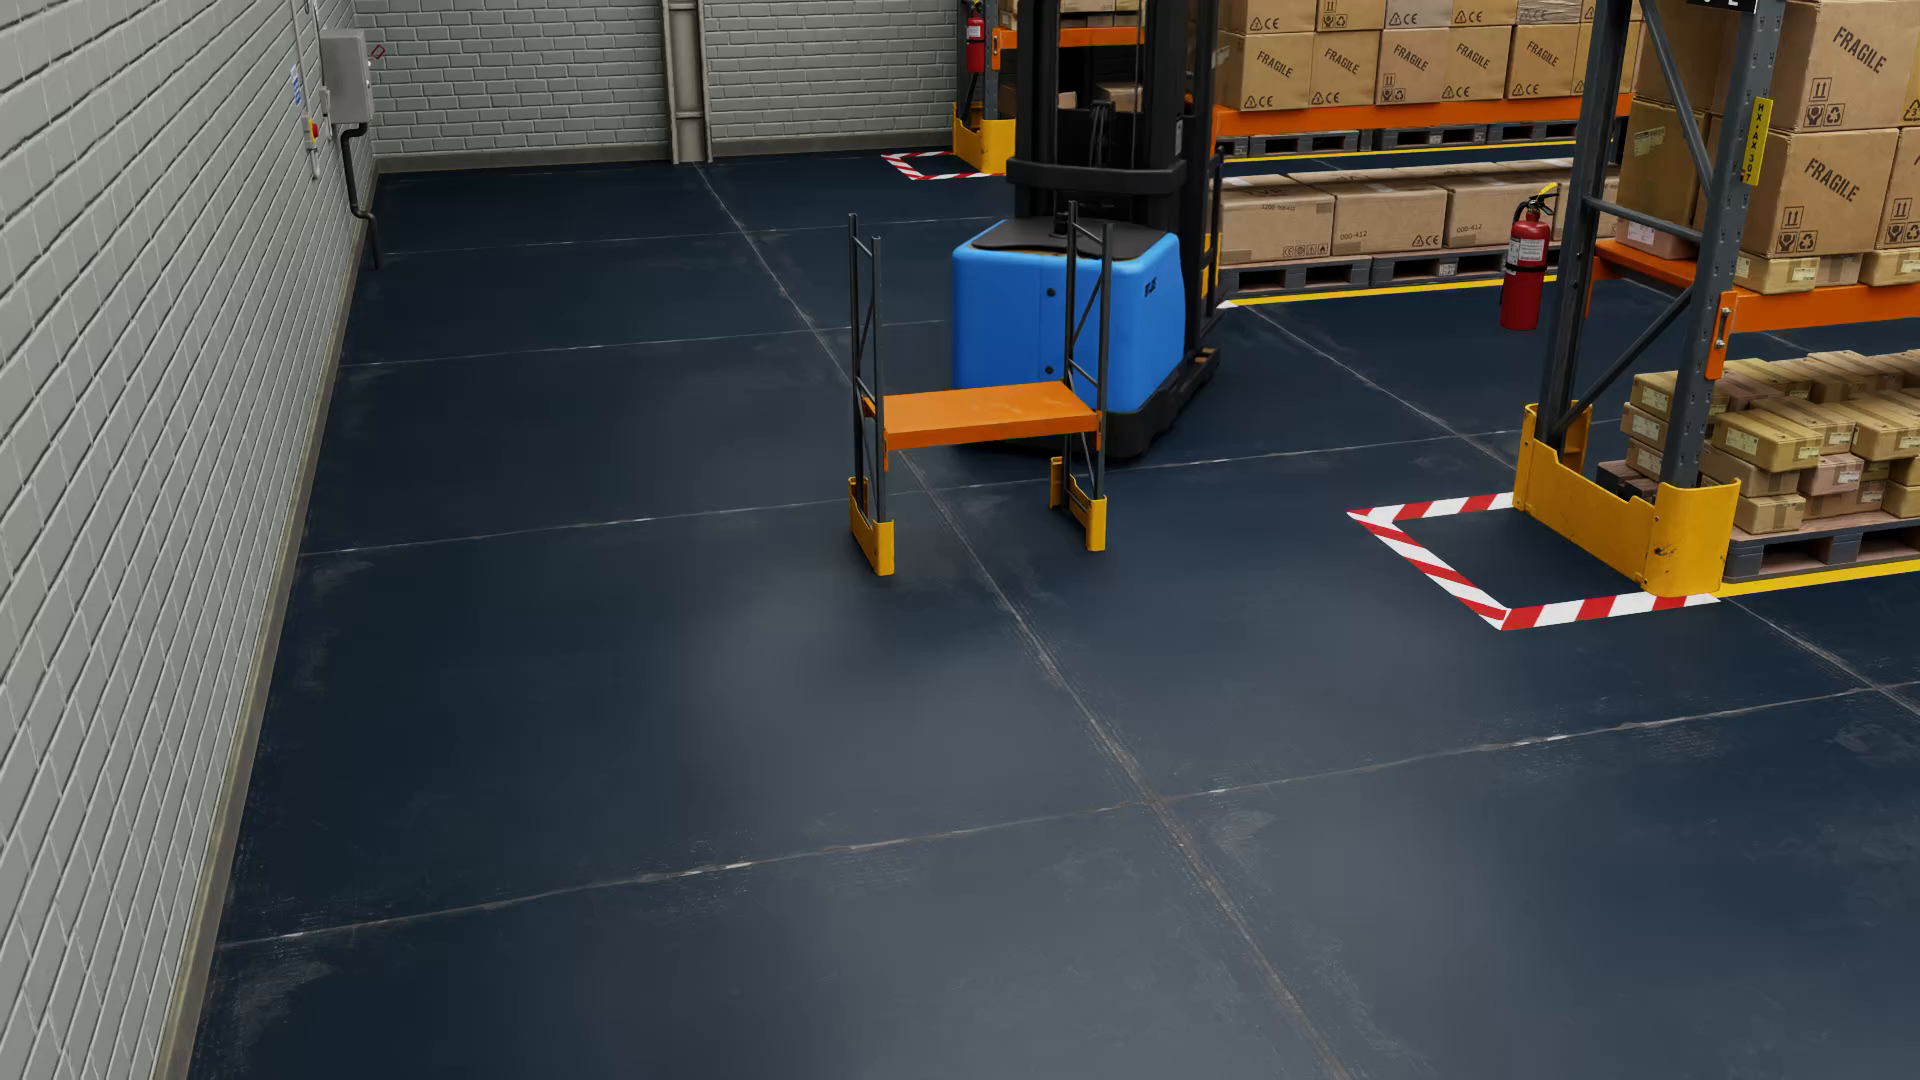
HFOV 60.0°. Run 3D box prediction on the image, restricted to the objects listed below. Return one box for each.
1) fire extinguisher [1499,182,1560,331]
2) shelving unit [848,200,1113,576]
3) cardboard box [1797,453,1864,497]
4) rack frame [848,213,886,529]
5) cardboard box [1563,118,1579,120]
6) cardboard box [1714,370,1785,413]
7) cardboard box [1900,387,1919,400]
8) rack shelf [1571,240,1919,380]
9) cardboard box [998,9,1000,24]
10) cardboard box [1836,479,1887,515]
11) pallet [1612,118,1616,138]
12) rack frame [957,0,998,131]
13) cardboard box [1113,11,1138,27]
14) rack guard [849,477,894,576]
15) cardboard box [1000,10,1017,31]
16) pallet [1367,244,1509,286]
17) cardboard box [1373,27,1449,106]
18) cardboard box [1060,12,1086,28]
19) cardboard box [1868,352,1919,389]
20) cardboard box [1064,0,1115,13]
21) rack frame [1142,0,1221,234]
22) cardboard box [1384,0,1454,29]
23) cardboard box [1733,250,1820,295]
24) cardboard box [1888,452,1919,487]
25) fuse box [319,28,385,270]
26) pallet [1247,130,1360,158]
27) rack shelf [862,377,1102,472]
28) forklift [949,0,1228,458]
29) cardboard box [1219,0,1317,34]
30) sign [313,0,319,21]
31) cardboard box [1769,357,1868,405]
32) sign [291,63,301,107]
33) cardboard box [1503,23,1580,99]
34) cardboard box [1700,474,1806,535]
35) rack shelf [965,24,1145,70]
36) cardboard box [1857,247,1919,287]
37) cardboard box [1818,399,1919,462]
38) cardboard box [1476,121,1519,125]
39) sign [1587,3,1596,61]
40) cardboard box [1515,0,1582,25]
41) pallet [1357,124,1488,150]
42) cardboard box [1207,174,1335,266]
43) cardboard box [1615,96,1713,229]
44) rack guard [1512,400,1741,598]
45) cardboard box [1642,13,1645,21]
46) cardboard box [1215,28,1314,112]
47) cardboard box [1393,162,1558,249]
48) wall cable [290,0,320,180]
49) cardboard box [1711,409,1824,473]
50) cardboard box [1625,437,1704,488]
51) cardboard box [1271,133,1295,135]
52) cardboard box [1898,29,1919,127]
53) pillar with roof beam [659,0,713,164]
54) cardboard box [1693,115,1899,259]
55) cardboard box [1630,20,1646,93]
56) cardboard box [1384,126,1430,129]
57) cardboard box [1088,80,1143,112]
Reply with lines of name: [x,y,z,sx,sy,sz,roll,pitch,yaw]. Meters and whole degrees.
fire extinguisher: [2.573,-1.296,7.537,0.183,0.674,0.296,-6,24,-14]
shelving unit: [0.073,-0.697,7.473,1.083,1.500,0.587,-6,24,-14]
cardboard box: [3.793,-0.340,7.444,0.250,0.149,0.380,-6,24,-15]
rack frame: [-0.407,-0.644,7.349,0.032,1.500,0.500,-6,24,-14]
cardboard box: [6.527,-4.771,17.701,0.500,0.500,0.500,-5,24,-12]
cardboard box: [3.639,-0.668,7.831,0.250,0.149,0.380,-6,24,-13]
cardboard box: [4.533,-0.574,7.613,0.250,0.149,0.380,-5,24,-12]
rack shelf: [4.866,-1.237,7.740,4.000,0.370,1.077,-6,24,-14]
cardboard box: [0.408,-5.129,16.217,0.250,0.149,0.380,-7,24,-15]
cardboard box: [3.998,-0.259,7.633,0.250,0.149,0.380,-6,24,-14]
pallet: [7.135,-4.612,18.232,1.213,0.211,1.003,-6,24,-14]
rack frame: [0.161,-5.107,15.848,0.127,3.000,1.000,-6,24,-14]
cardboard box: [1.542,-5.042,16.016,0.250,0.149,0.380,-6,24,-14]
rack guard: [-0.406,-0.070,7.596,0.087,0.250,0.587,-6,24,-14]
cardboard box: [0.552,-4.922,15.736,0.250,0.149,0.380,-6,24,-15]
pallet: [3.427,-2.185,12.574,1.213,0.211,1.003,-6,24,-14]
cardboard box: [3.020,-3.323,11.563,0.500,0.500,0.500,-6,24,-15]
cardboard box: [1.028,-5.008,15.936,0.250,0.149,0.380,-7,24,-15]
cardboard box: [4.648,-0.783,8.100,0.250,0.149,0.380,-7,24,-16]
cardboard box: [1.156,-5.175,15.818,0.500,0.250,0.500,-6,24,-14]
rack frame: [1.506,-3.223,11.457,0.127,3.000,1.000,-6,24,-14]
cardboard box: [3.034,-3.787,11.376,0.500,0.500,0.500,-6,24,-15]
cardboard box: [3.341,-1.149,6.942,0.250,0.149,0.380,-7,24,-15]
cardboard box: [4.281,-0.386,7.550,0.250,0.149,0.380,-6,24,-13]
fuse box: [-4.344,-2.834,12.185,0.414,1.711,0.539,-6,24,-14]
pallet: [3.351,-4.179,17.221,1.213,0.211,1.003,-6,24,-14]
rack shelf: [0.082,-0.533,7.546,1.000,0.185,0.538,-6,24,-14]
forklift: [0.938,-2.323,9.447,1.130,2.935,3.031,8,25,19]
cardboard box: [2.045,-3.671,11.107,0.500,0.500,0.500,-7,24,-16]
sign: [-4.528,-3.763,11.668,0.001,0.242,0.339,-6,24,-14]
cardboard box: [4.120,-0.747,8.016,0.250,0.149,0.380,-7,24,-16]
sign: [-3.963,-2.713,9.925,0.001,0.218,0.327,-6,24,-14]
cardboard box: [4.006,-3.432,11.818,0.500,0.500,0.500,-7,24,-15]
cardboard box: [3.531,-0.171,7.428,0.250,0.149,0.380,-6,24,-13]
rack shelf: [2.087,-4.989,16.486,4.000,0.370,1.077,-6,24,-14]
cardboard box: [3.848,-1.200,7.061,0.250,0.149,0.380,-7,24,-16]
cardboard box: [4.047,-0.491,7.418,0.250,0.149,0.380,-6,24,-15]
cardboard box: [5.531,-4.655,17.433,0.500,0.500,0.500,-7,24,-16]
sign: [2.810,-2.244,7.308,0.005,0.325,0.100,-6,24,-14]
cardboard box: [3.999,-3.890,11.618,0.500,0.500,0.500,-6,24,-14]
pallet: [4.786,-4.352,17.626,1.213,0.211,1.003,-6,24,-14]
cardboard box: [2.114,-2.347,12.132,0.875,0.438,0.875,-7,24,-16]
cardboard box: [3.303,-1.682,7.363,0.500,0.500,0.500,-6,24,-13]
rack guard: [3.013,-0.214,7.614,0.348,0.500,1.175,-6,24,-14]
cardboard box: [4.977,-3.999,11.871,0.500,0.500,0.500,-7,24,-15]
cardboard box: [2.046,-3.211,11.302,0.500,0.500,0.500,-7,24,-15]
cardboard box: [3.862,-2.543,12.589,0.875,0.438,0.875,-7,24,-16]
wall cable: [-3.917,-3.095,9.830,0.123,1.953,0.585,-6,24,-14]
cardboard box: [3.537,-0.437,7.294,0.250,0.149,0.380,-7,24,-17]
cardboard box: [3.391,-0.372,7.897,0.250,0.149,0.380,-6,24,-13]
cardboard box: [3.212,-4.261,16.810,0.258,0.266,0.396,-5,24,-12]
cardboard box: [3.928,-2.000,6.834,0.500,0.500,0.500,-6,24,-13]
pillar with roof beam: [-1.515,-6.284,10.984,0.400,9.000,9.100,-6,24,-14]
cardboard box: [3.447,-1.480,6.891,0.500,0.500,0.500,-5,24,-12]
cardboard box: [4.980,-3.548,12.089,0.500,0.500,0.500,-6,24,-14]
cardboard box: [4.539,-4.543,17.172,0.500,0.500,0.500,-5,24,-12]
cardboard box: [1.610,-4.257,16.504,0.500,0.500,0.700,-5,24,-12]
